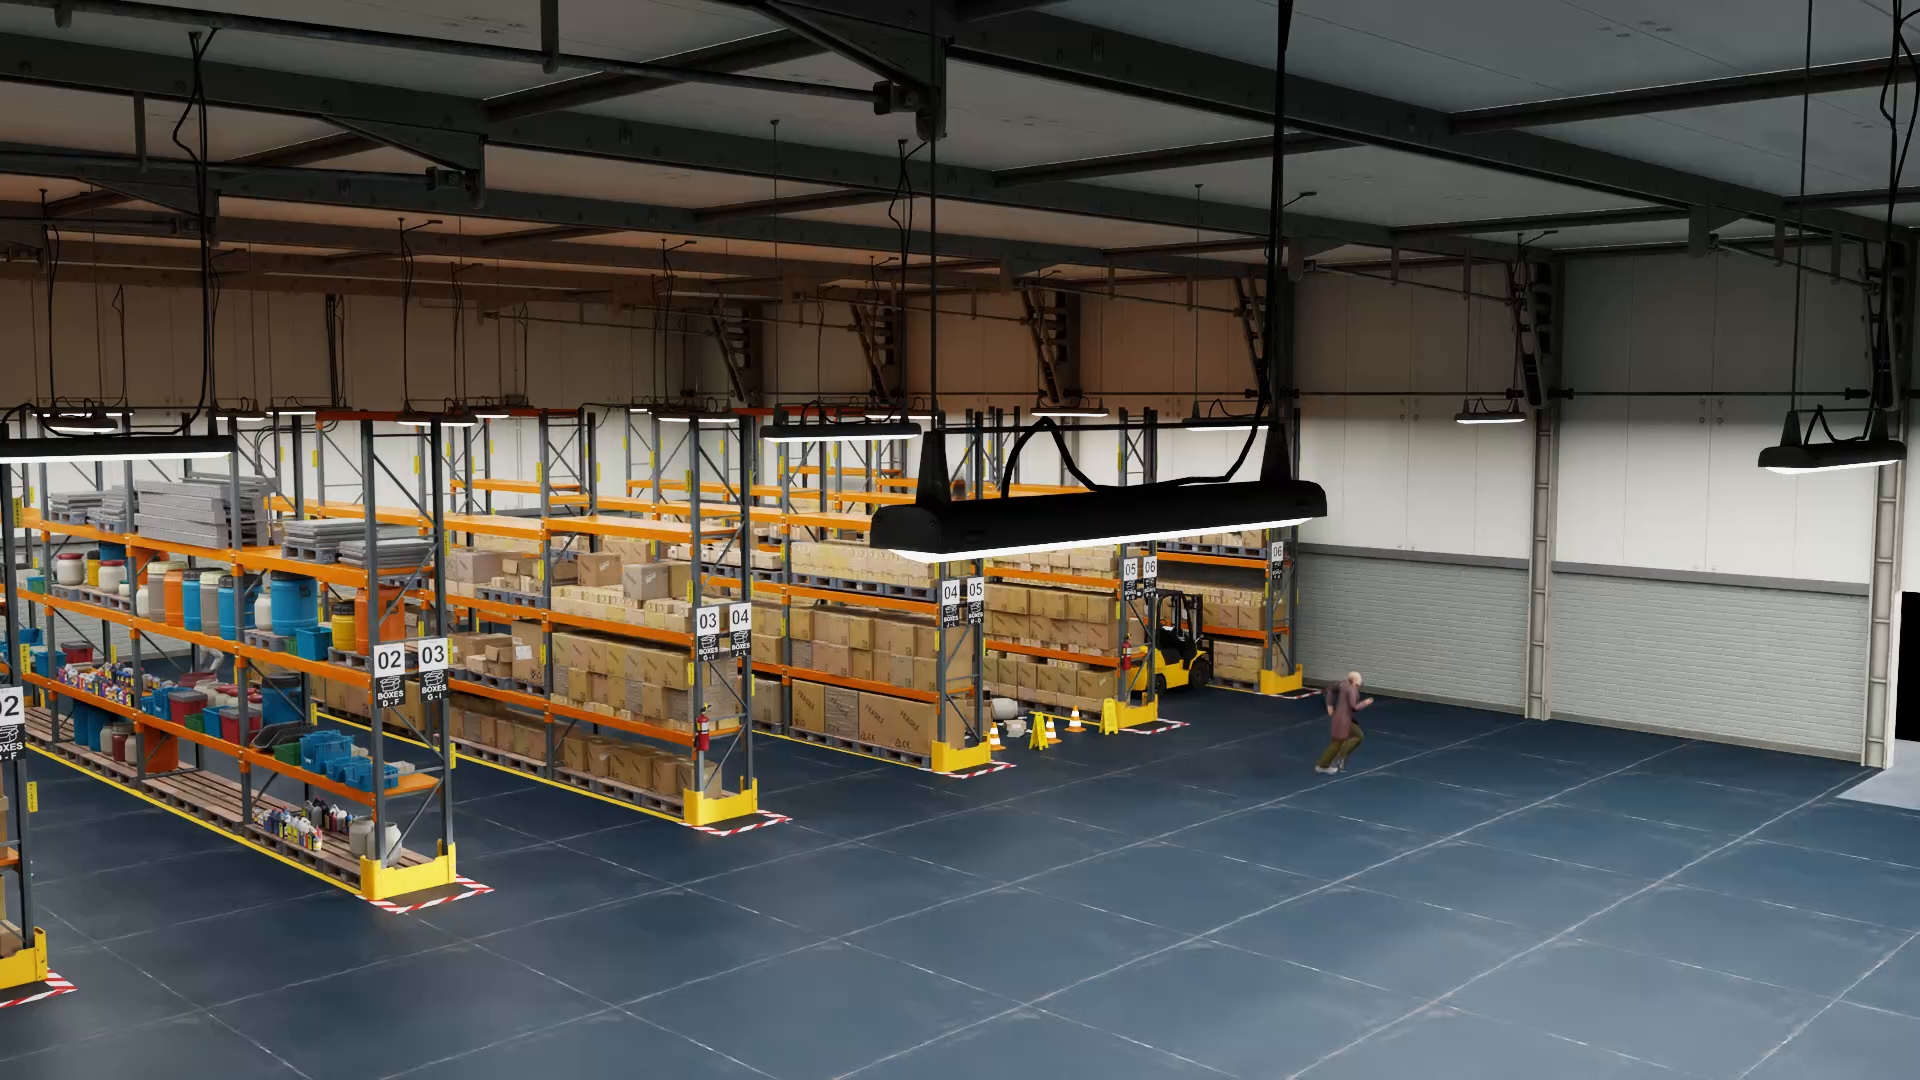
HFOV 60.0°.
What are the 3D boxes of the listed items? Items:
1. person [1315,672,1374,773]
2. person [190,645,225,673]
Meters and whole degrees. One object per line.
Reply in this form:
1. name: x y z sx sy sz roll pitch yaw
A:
1. person: 6.365 3.017 27.538 0.934 1.703 0.680 1 5 6
2. person: -16.299 2.281 35.975 0.860 1.782 0.665 -5 7 -44
